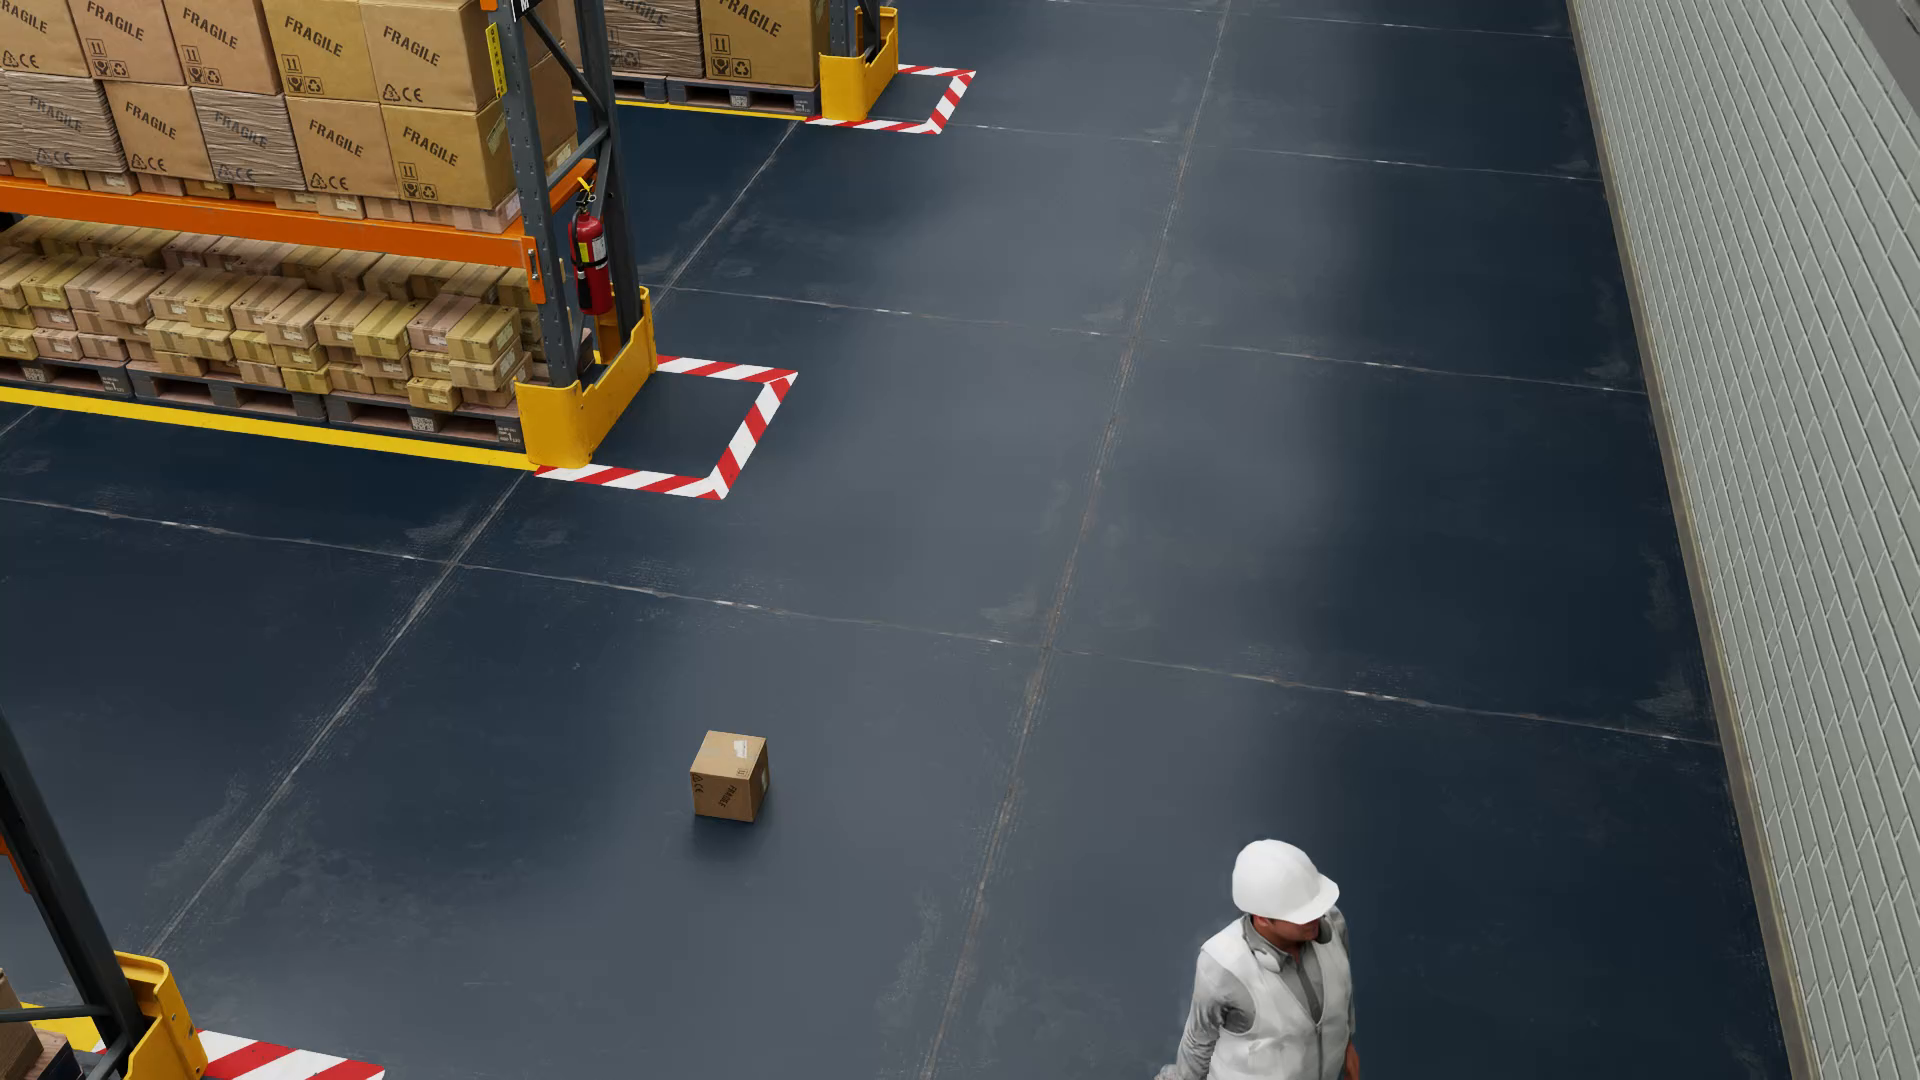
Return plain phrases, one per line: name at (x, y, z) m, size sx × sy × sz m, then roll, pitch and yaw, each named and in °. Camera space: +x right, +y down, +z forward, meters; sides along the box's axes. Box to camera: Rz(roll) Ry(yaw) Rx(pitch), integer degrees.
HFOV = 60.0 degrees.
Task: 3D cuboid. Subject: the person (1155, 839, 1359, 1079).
person at (0.901, 1.517, 4.883) m, size 0.543 × 1.734 × 0.934 m, roll -27°, pitch 44°, yaw -31°
